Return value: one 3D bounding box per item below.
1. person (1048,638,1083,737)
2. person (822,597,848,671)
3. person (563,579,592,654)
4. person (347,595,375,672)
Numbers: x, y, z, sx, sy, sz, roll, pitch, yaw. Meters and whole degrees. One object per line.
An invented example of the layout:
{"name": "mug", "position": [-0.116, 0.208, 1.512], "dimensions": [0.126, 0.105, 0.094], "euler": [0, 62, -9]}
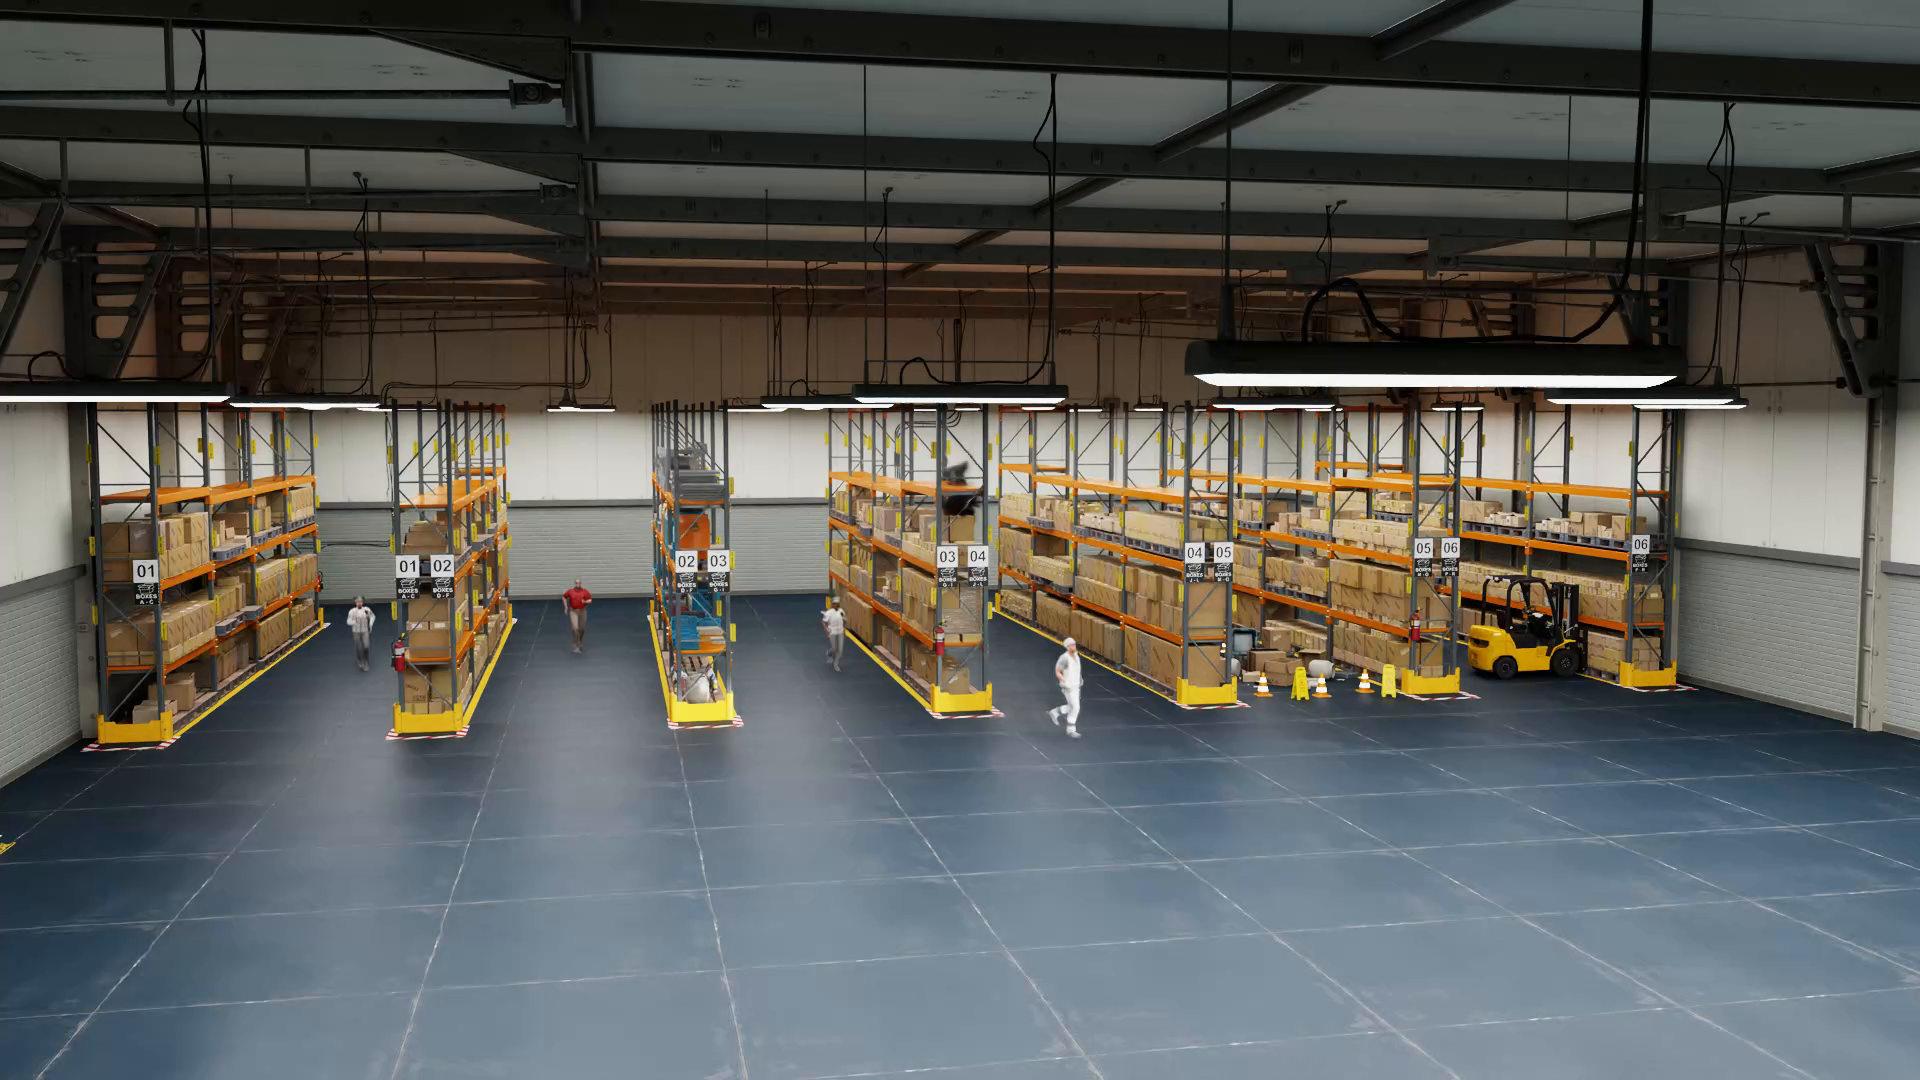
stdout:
{"name": "person", "position": [1.875, 2.615, 29.701], "dimensions": [0.689, 1.775, 0.662], "euler": [3, 5, 34]}
{"name": "person", "position": [-2.785, 2.095, 37.286], "dimensions": [0.575, 1.660, 0.562], "euler": [-2, 5, -22]}
{"name": "person", "position": [-9.245, 1.820, 40.265], "dimensions": [0.645, 1.772, 0.889], "euler": [-2, 5, -25]}
{"name": "person", "position": [-13.361, 2.053, 37.105], "dimensions": [0.590, 1.659, 0.726], "euler": [-2, 5, -19]}
